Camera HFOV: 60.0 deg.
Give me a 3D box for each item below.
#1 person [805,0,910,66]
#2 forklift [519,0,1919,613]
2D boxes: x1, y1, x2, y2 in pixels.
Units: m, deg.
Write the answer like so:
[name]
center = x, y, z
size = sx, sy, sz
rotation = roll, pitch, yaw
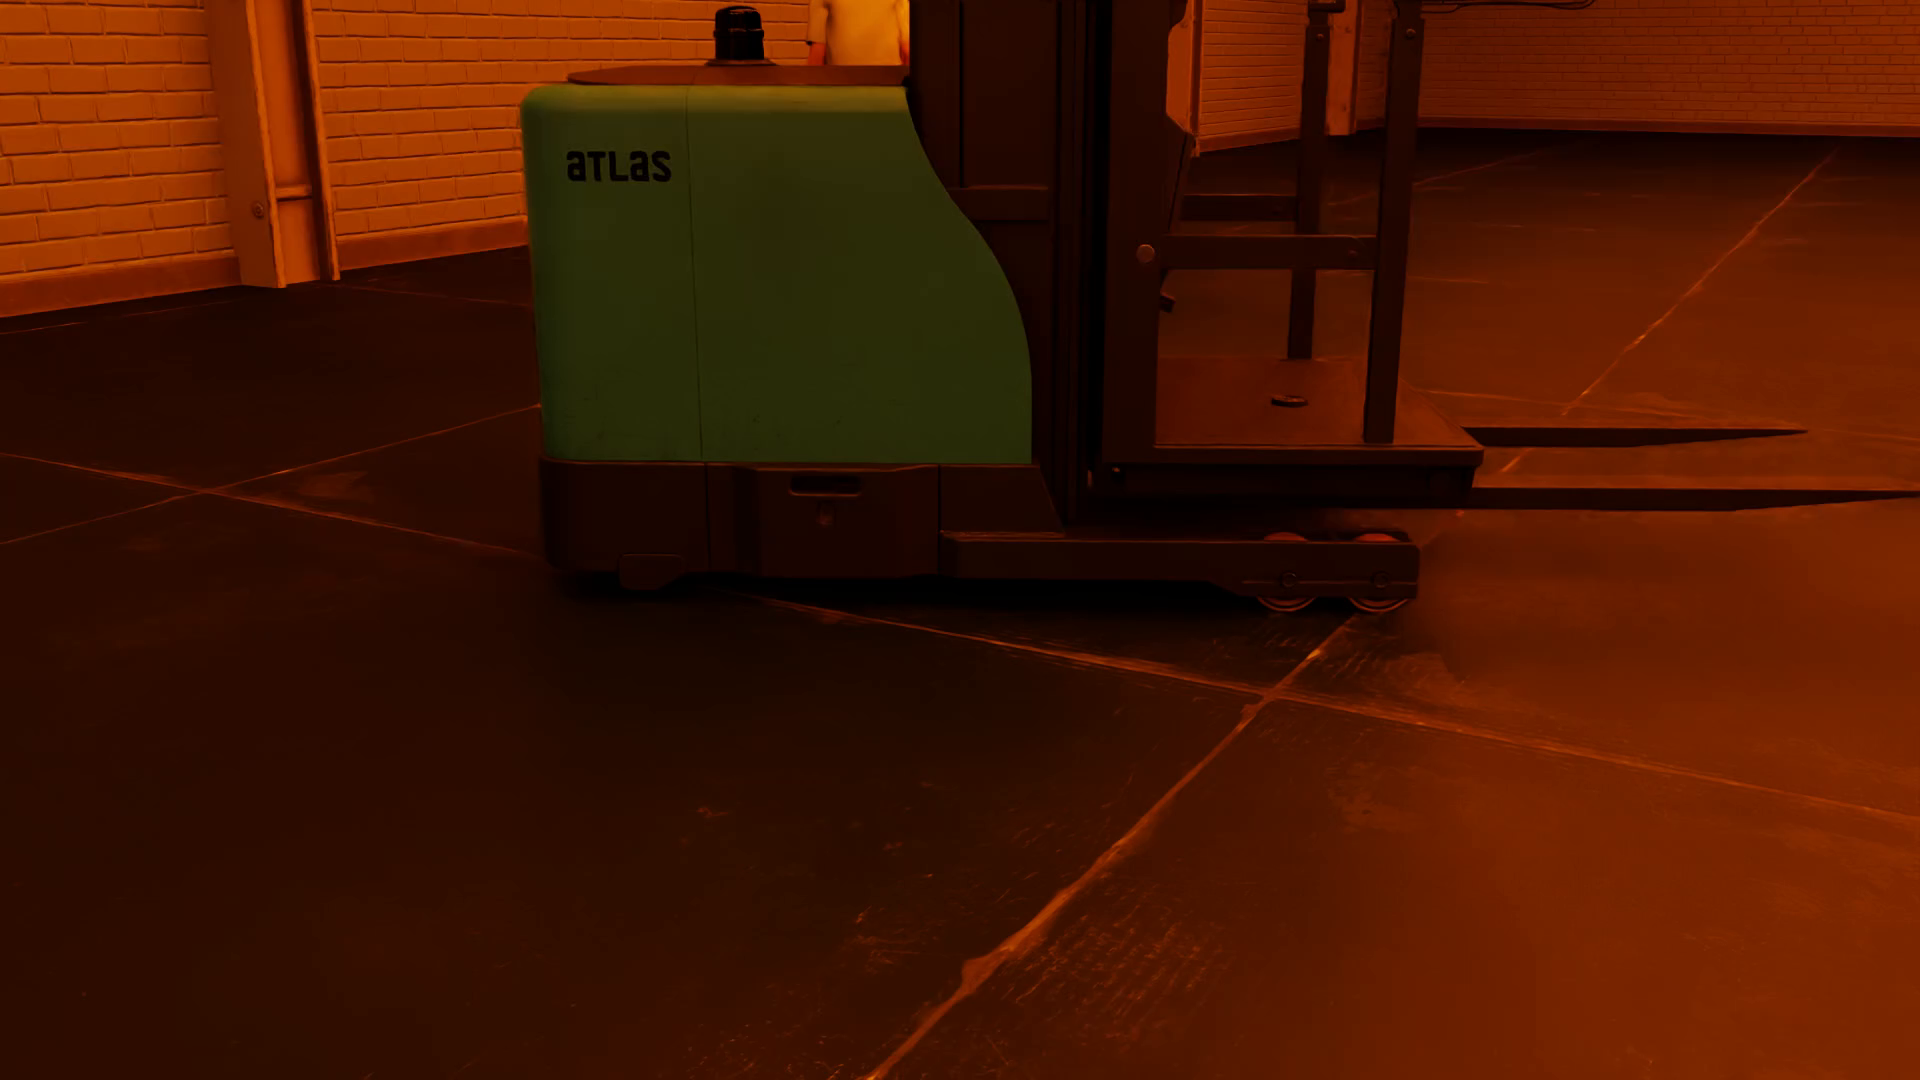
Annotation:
[person]
center = -0.394, -1.721, 6.929
size = 0.501, 1.671, 0.365
rotation = -2, 17, -8
[forklift]
center = 0.618, -1.405, 3.623
size = 3.031, 2.935, 1.130
rotation = 0, 16, 2
